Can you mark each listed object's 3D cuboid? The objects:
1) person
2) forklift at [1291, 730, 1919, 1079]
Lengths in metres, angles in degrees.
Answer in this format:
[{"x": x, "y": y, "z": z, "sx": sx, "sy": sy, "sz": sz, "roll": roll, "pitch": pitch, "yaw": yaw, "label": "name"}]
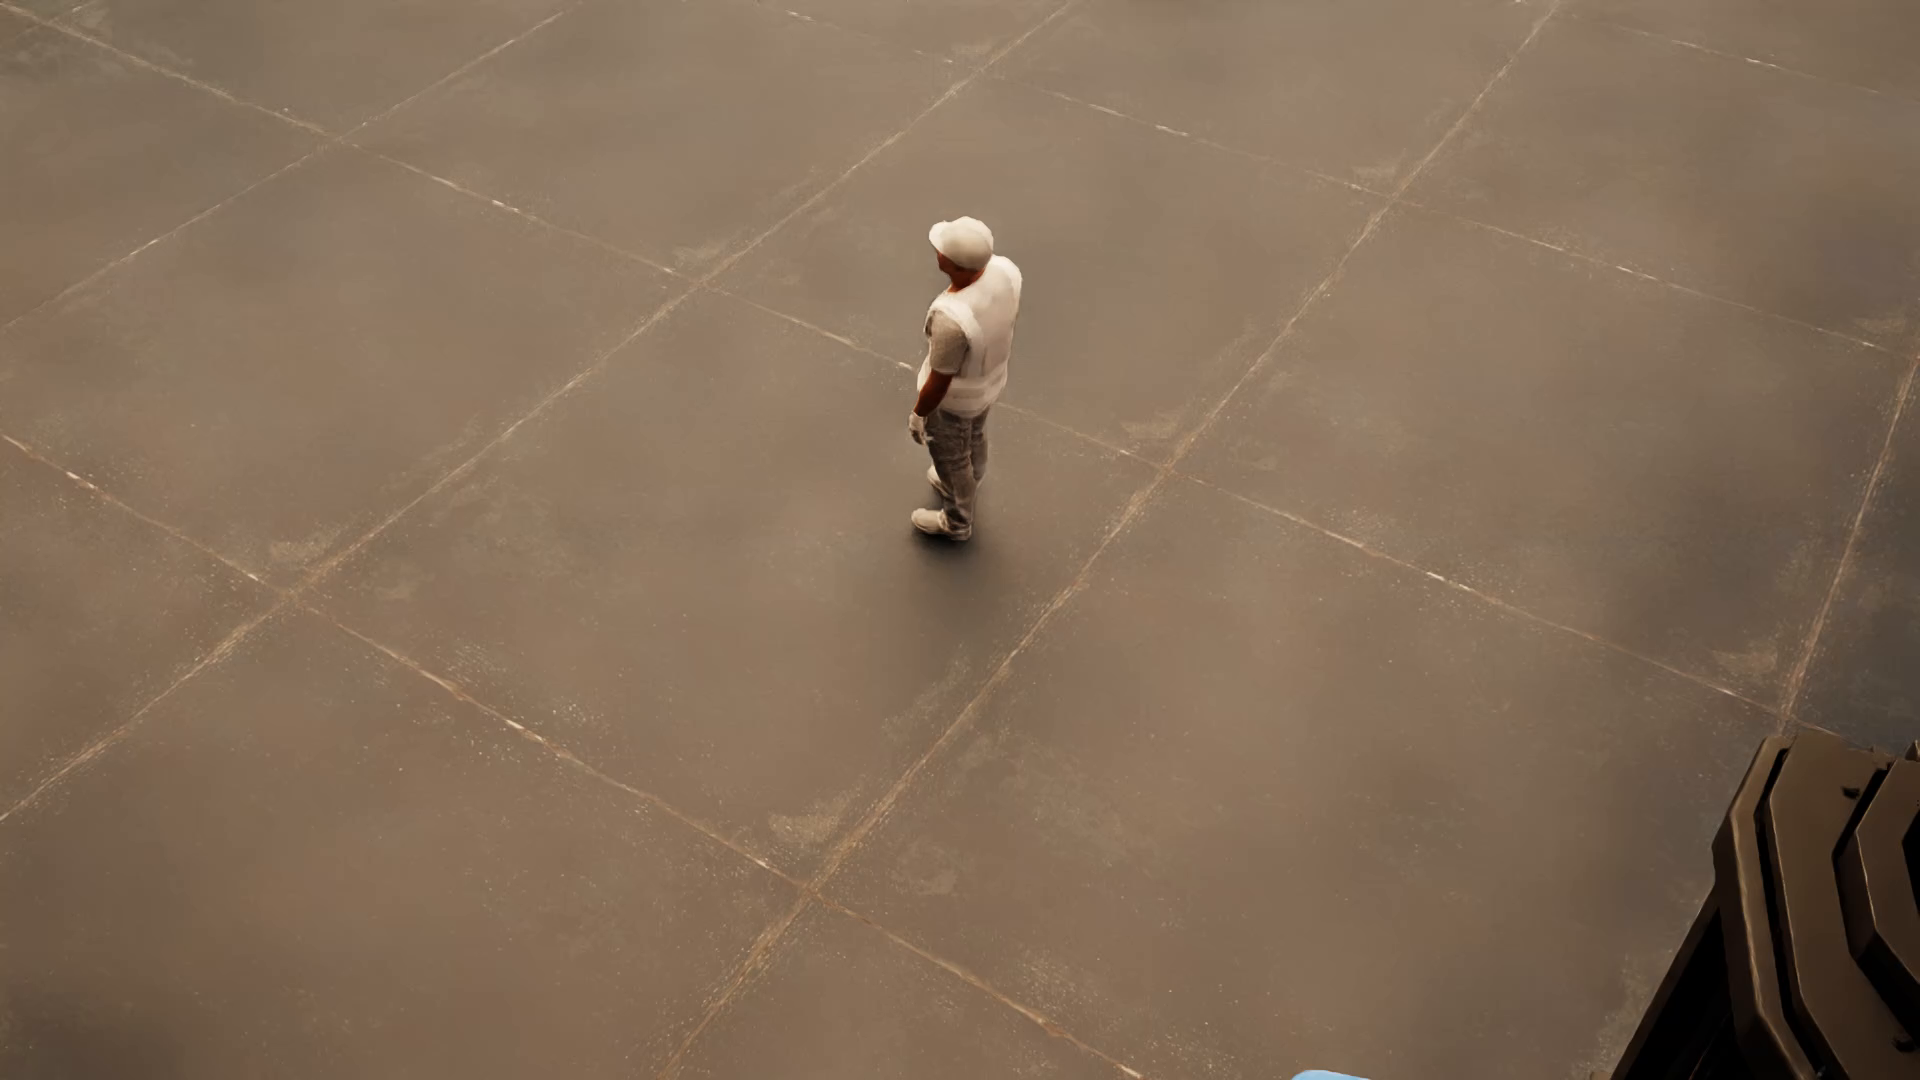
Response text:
[{"x": -0.056, "y": -0.712, "z": 7.366, "sx": 0.576, "sy": 1.782, "sz": 0.655, "roll": 24, "pitch": 48, "yaw": 23, "label": "person"}, {"x": 2.308, "y": 1.787, "z": 3.964, "sx": 3.031, "sy": 2.935, "sz": 1.130, "roll": 9, "pitch": 44, "yaw": 9, "label": "forklift"}]
